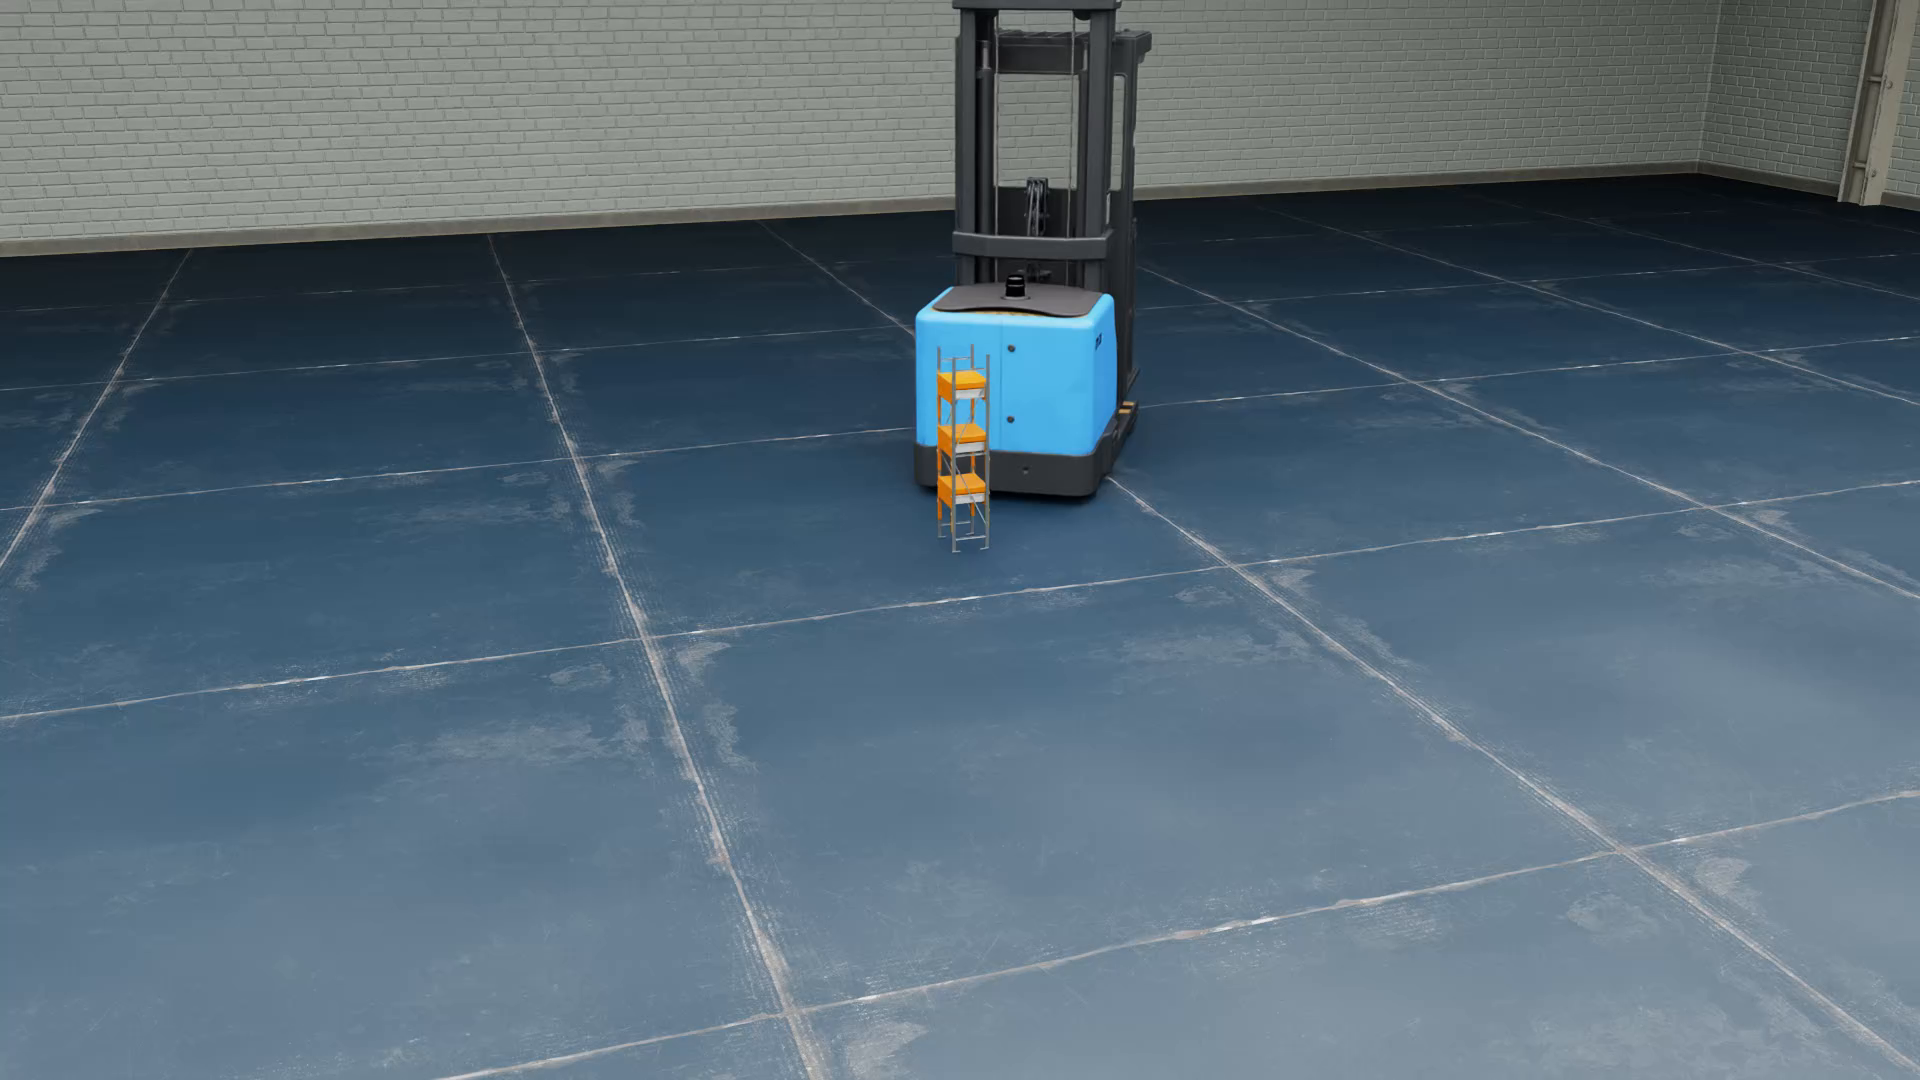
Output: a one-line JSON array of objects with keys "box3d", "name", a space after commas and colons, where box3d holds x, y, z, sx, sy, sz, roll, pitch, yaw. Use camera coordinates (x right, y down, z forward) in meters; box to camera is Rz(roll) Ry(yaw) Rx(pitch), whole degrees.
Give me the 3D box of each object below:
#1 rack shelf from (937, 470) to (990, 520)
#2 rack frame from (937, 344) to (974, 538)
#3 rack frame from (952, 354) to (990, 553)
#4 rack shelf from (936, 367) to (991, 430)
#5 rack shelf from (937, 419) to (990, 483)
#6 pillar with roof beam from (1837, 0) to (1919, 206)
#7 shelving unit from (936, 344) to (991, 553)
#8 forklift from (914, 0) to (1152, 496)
[{"box3d": [0.017, -0.205, 8.789, 0.215, 0.259, 0.240, -6, 21, -17], "name": "rack shelf"}, {"box3d": [-0.022, -0.516, 8.800, 0.200, 1.050, 0.008, -6, 21, -17], "name": "rack frame"}, {"box3d": [0.055, -0.438, 8.582, 0.200, 1.050, 0.008, -6, 21, -17], "name": "rack frame"}, {"box3d": [0.017, -0.734, 8.599, 0.215, 0.259, 0.240, -6, 21, -17], "name": "rack shelf"}, {"box3d": [0.017, -0.467, 8.695, 0.215, 0.259, 0.240, -6, 21, -17], "name": "rack shelf"}, {"box3d": [6.990, -7.932, 17.687, 9.100, 9.000, 0.400, -6, 21, -17], "name": "pillar with roof beam"}, {"box3d": [0.017, -0.477, 8.691, 0.215, 1.050, 0.252, -6, 21, -17], "name": "shelving unit"}, {"box3d": [0.567, -2.088, 10.395, 1.130, 2.935, 3.031, 4, 20, 12], "name": "forklift"}]
